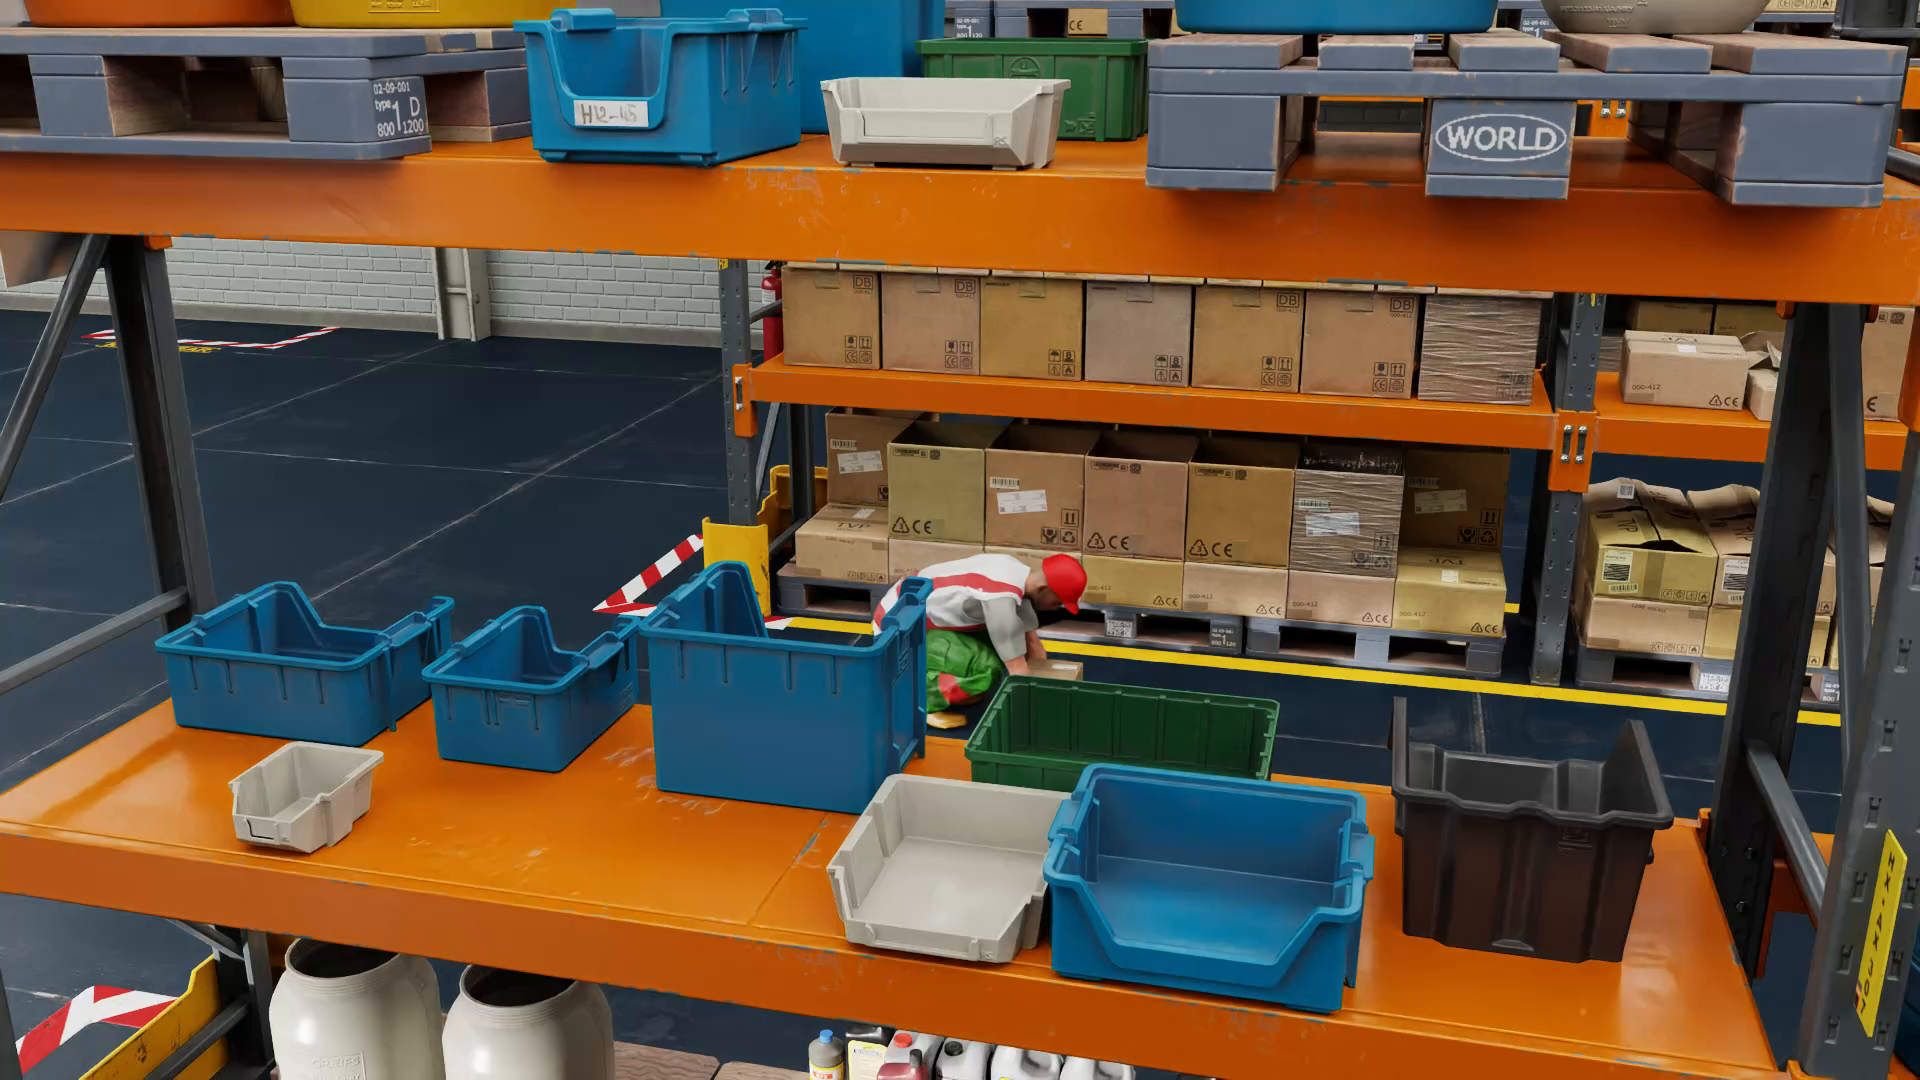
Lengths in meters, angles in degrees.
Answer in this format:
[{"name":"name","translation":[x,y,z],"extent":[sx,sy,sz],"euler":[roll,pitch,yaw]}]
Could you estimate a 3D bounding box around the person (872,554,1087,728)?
[{"name":"person","translation":[0.087,0.462,7.375],"extent":[0.931,0.862,0.538],"euler":[4,19,13]}]
